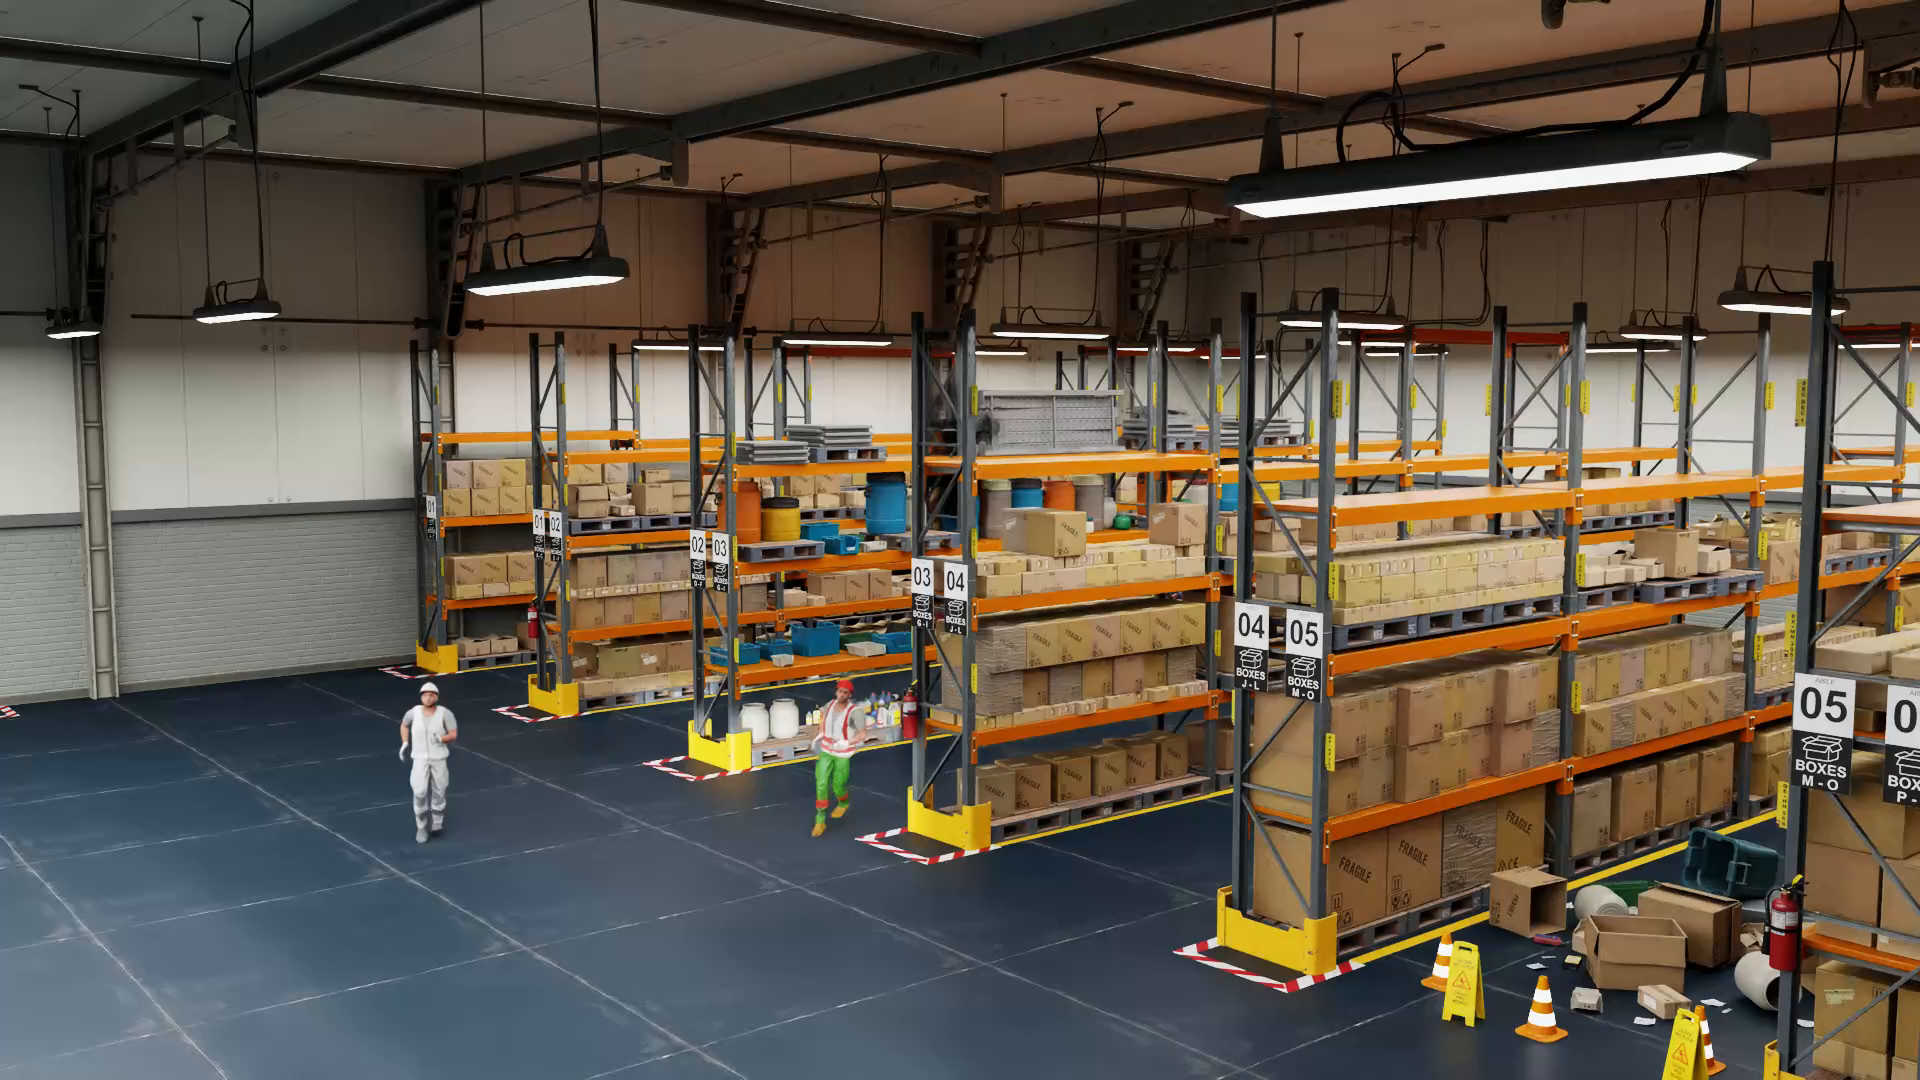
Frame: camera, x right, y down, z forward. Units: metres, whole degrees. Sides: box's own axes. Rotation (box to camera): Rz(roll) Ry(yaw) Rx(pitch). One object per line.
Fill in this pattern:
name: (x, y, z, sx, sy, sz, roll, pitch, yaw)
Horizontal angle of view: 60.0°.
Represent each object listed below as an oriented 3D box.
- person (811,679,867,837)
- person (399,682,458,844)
person: (-1.391, 2.498, 19.359, 0.696, 1.776, 0.854, 2, 6, 20)
person: (-6.040, 2.527, 18.918, 0.645, 1.816, 0.741, -1, 5, -15)
